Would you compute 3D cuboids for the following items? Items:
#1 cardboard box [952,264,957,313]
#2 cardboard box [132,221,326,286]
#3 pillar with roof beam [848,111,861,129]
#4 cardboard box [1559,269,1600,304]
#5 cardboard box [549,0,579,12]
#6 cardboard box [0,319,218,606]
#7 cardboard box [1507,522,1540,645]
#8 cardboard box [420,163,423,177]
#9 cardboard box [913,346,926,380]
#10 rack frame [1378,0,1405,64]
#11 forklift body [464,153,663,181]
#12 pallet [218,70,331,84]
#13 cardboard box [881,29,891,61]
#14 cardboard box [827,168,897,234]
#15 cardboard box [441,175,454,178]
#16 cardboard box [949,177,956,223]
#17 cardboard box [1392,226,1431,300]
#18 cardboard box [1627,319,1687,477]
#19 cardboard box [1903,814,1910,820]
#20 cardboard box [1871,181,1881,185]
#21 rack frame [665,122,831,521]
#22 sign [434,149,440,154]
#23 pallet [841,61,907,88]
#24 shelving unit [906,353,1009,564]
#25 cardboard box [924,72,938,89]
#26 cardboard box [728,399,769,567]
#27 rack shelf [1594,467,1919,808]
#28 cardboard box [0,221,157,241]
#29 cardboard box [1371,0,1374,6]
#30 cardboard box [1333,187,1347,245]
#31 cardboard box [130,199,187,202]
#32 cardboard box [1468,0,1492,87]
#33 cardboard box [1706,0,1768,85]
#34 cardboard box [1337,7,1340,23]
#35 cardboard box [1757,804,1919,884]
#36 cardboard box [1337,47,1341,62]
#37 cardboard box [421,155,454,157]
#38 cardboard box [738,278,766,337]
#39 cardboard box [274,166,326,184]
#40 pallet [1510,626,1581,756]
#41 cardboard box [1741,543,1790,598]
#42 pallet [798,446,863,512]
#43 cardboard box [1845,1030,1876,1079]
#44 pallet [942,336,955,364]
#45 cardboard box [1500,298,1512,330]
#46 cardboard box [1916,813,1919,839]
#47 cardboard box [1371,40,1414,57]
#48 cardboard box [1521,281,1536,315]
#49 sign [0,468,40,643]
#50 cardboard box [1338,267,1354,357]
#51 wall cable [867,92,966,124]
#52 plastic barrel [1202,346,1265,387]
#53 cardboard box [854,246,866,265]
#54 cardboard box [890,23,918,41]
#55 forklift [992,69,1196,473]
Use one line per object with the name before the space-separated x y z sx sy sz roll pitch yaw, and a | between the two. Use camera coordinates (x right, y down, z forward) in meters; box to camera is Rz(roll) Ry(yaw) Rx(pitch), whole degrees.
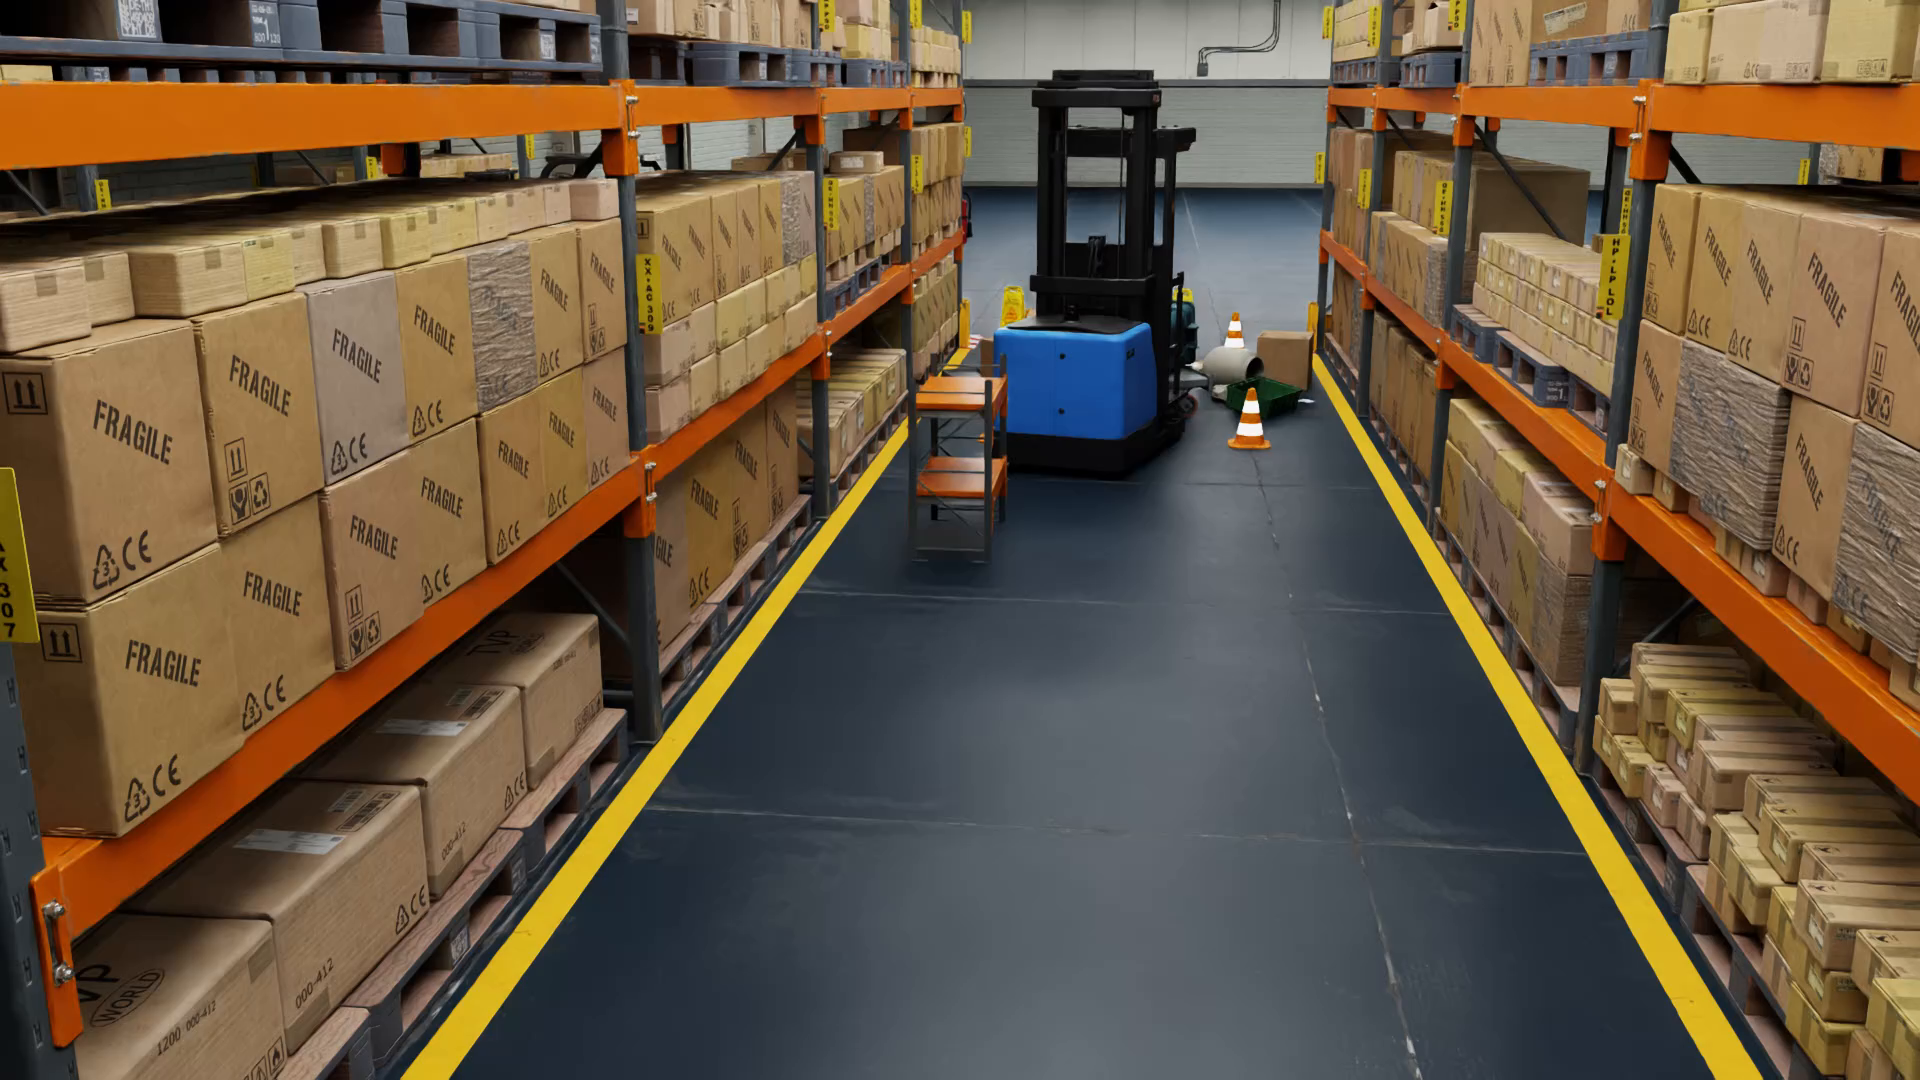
cardboard box | -0.307 -2.705 17.944 0.500 0.500 0.500 2 15 7
cardboard box | -1.875 -0.734 4.279 0.380 0.149 0.250 2 15 7
pillar with roof beam | 1.281 -14.224 46.026 9.100 9.000 0.400 2 15 6
cardboard box | 3.073 -1.198 7.882 0.380 0.149 0.250 1 15 4
cardboard box | -1.584 -2.029 5.936 0.396 0.266 0.258 2 15 8
cardboard box | -1.944 -0.180 3.474 0.500 0.500 0.500 1 15 5
cardboard box | 2.992 0.221 8.084 0.500 0.500 0.500 1 15 5
cardboard box | -5.438 -3.570 16.115 0.380 0.149 0.250 2 15 8
cardboard box | -0.592 -1.666 15.539 0.500 0.250 0.500 1 15 4
rack frame | 4.003 -5.422 13.473 1.000 3.000 0.127 2 15 6
forklift body | -3.809 -2.873 17.165 2.313 2.155 1.214 2 15 6
pallet | -5.946 -3.917 14.022 0.805 0.209 1.217 1 15 4
cardboard box | -0.849 -4.068 13.696 0.500 0.250 0.500 1 15 5
cardboard box | -0.806 -2.785 13.648 0.500 0.500 0.500 2 15 7
cardboard box | -5.368 -3.627 16.896 0.380 0.149 0.250 1 15 5
cardboard box | -0.324 -3.596 17.453 0.500 0.500 0.500 2 15 6
cardboard box | 3.504 -2.053 12.318 0.500 0.500 0.500 2 15 7
cardboard box | 2.794 -0.522 6.083 0.500 0.500 0.500 1 15 5
cardboard box | 3.215 0.939 5.528 0.380 0.149 0.250 2 15 8
cardboard box | 9.245 -3.179 15.912 0.875 0.500 0.500 2 15 6
rack frame | -1.378 -1.608 10.862 1.000 3.000 0.127 2 15 6
sign | -5.959 -4.302 19.015 0.100 0.325 0.005 2 15 6
pallet | -1.102 -3.846 13.751 1.213 0.211 1.003 2 15 6
shelving unit | -0.001 -0.541 10.509 0.538 1.125 1.048 2 15 6
cardboard box | -0.415 -4.377 15.839 0.380 0.149 0.250 1 15 5
cardboard box | -1.643 -0.377 9.576 0.875 0.875 0.875 2 15 7
rack shelf | 2.875 0.415 4.758 1.077 0.370 4.000 2 15 6
cardboard box | -2.320 -0.742 4.309 0.380 0.149 0.250 2 15 6
cardboard box | 3.756 -4.658 14.354 0.380 0.149 0.250 2 15 6
cardboard box | 4.229 -3.253 16.659 0.875 0.550 0.550 2 15 6
cardboard box | -6.321 -2.604 13.110 0.380 0.149 0.250 2 15 8
cardboard box | 3.223 -2.844 9.496 0.500 0.500 0.500 2 15 6
cardboard box | 2.738 -1.584 5.314 0.500 0.250 0.500 1 15 5
cardboard box | 4.071 -5.384 17.036 0.380 0.149 0.250 2 15 7
cardboard box | 2.654 0.923 5.018 0.380 0.149 0.250 2 15 7
cardboard box | 4.040 -4.930 16.888 0.380 0.149 0.250 2 15 6
cardboard box | -5.737 -4.116 18.135 0.380 0.149 0.250 2 15 7
cardboard box | -1.330 -1.243 8.840 0.500 0.250 0.500 1 15 5
cardboard box | -6.123 -3.387 15.438 0.380 0.149 0.250 2 15 6
pallet | 3.187 0.693 7.694 1.003 0.211 1.213 2 15 6
cardboard box | 2.643 0.077 5.111 0.380 0.149 0.250 2 15 9
pallet | -1.289 -0.464 11.975 1.003 0.211 1.213 2 15 6
cardboard box | 2.560 1.417 4.331 0.380 0.149 0.250 2 15 7
pallet | -0.611 -2.107 18.051 1.003 0.211 1.213 2 15 6
cardboard box | 3.211 -1.250 9.215 0.380 0.149 0.250 2 15 9
cardboard box | 3.108 0.937 4.967 0.380 0.149 0.250 2 15 6
cardboard box | 3.726 -4.207 14.214 0.380 0.149 0.250 2 15 6
cardboard box | 3.154 -1.260 8.682 0.380 0.149 0.250 2 15 6
sign | -1.730 0.029 2.999 0.100 0.325 0.005 2 15 6
cardboard box | 4.346 -2.334 16.814 0.875 0.875 0.875 1 15 5
wall cable | -1.350 -13.577 49.581 3.097 2.526 0.112 2 15 6
plastic barrel | 2.607 -1.621 15.848 0.421 0.421 0.512 -14 20 -42
cardboard box | -0.926 -2.186 12.676 0.380 0.149 0.250 2 15 8
cardboard box | -0.567 -4.429 14.502 0.380 0.149 0.250 1 15 5
forklift | 1.234 -2.256 13.389 1.130 2.935 3.031 6 16 20
